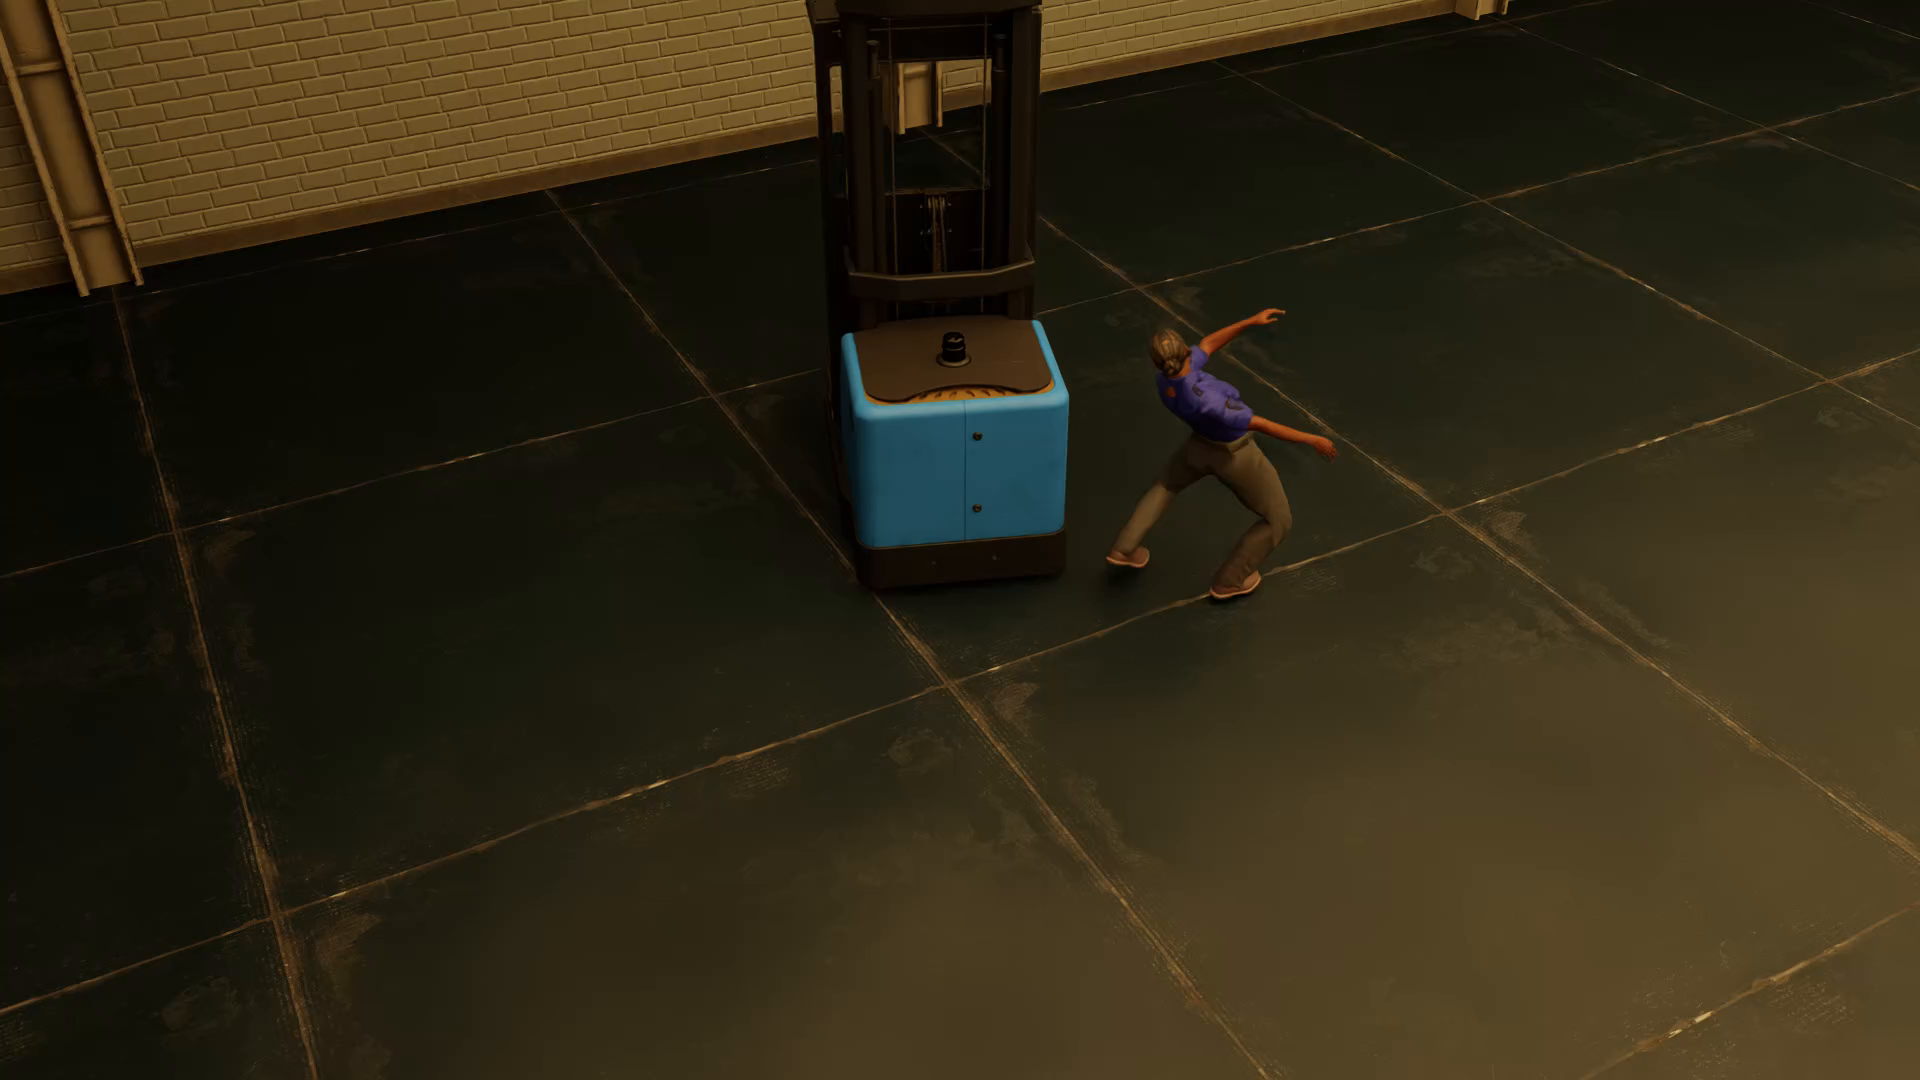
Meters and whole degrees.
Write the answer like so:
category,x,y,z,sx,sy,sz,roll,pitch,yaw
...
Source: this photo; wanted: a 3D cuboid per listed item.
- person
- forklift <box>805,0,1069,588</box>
category,x,y,z,sx,sy,sz,roll,pitch,yaw
person,1.303,-0.352,7.890,0.965,1.424,0.753,28,44,33
forklift,-0.191,-1.799,8.668,1.130,2.935,3.031,-5,36,-7
